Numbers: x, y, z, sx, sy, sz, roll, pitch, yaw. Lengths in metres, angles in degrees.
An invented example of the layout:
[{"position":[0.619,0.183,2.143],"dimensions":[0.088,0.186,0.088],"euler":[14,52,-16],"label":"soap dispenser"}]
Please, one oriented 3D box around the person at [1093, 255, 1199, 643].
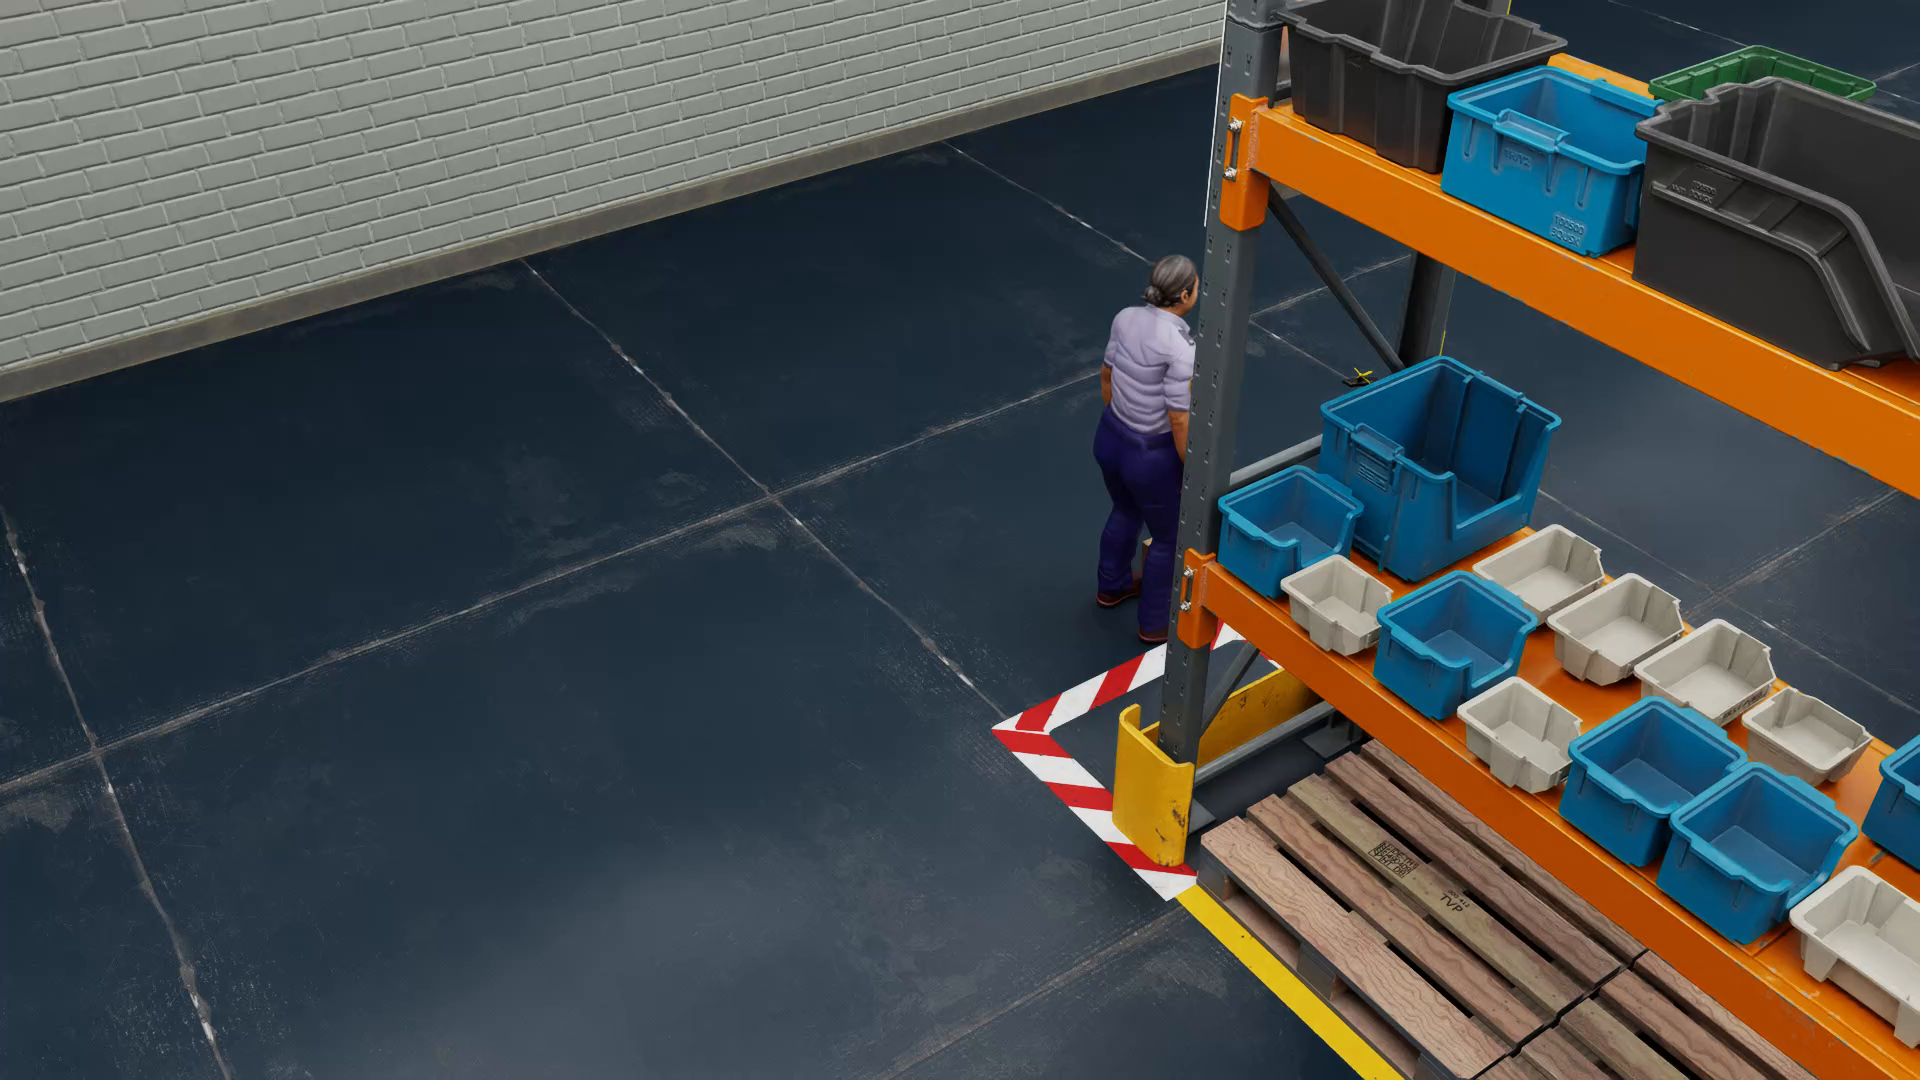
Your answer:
[{"position":[0.759,-0.350,6.639],"dimensions":[0.367,1.637,0.551],"euler":[-21,41,-26],"label":"person"}]
